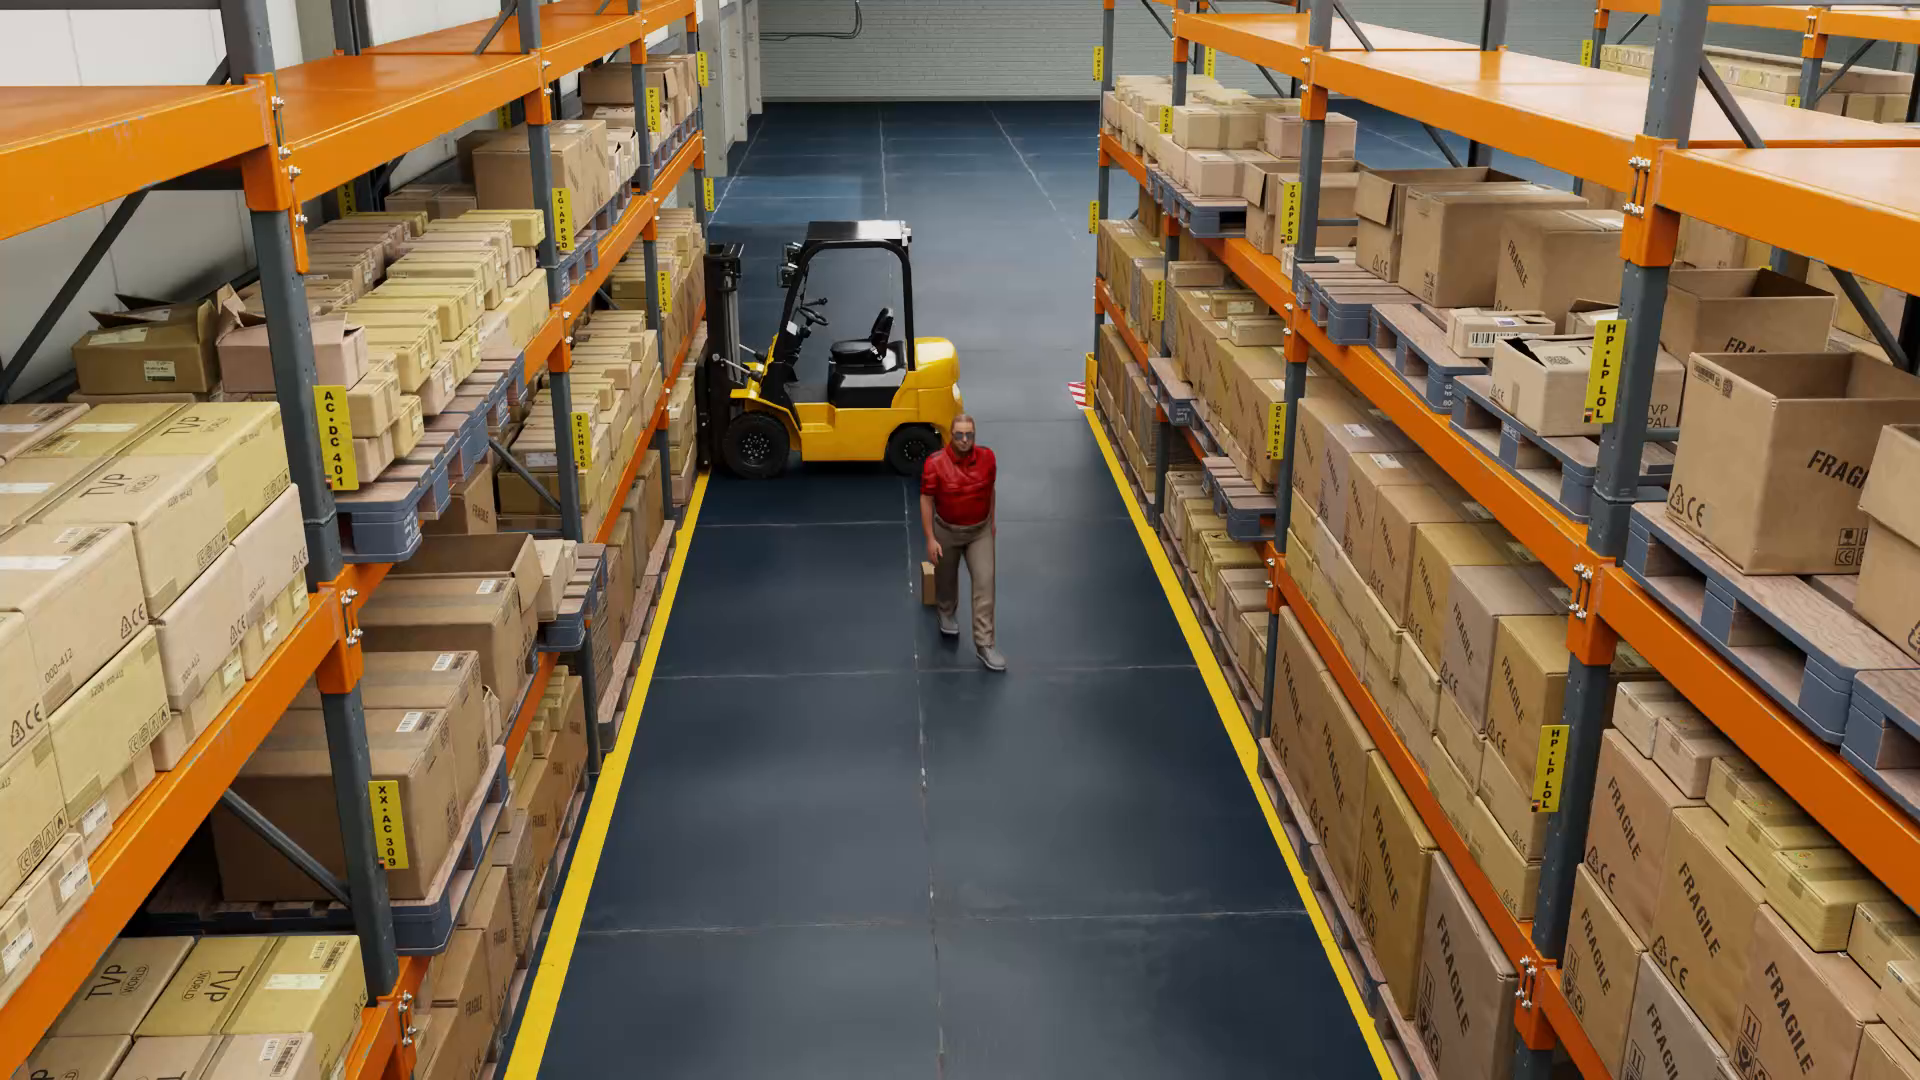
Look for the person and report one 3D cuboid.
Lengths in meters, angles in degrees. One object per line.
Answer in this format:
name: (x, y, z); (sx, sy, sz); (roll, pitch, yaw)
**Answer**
person: (0.011, -0.047, 11.208); (0.570, 1.663, 0.985); (-4, 21, -11)
